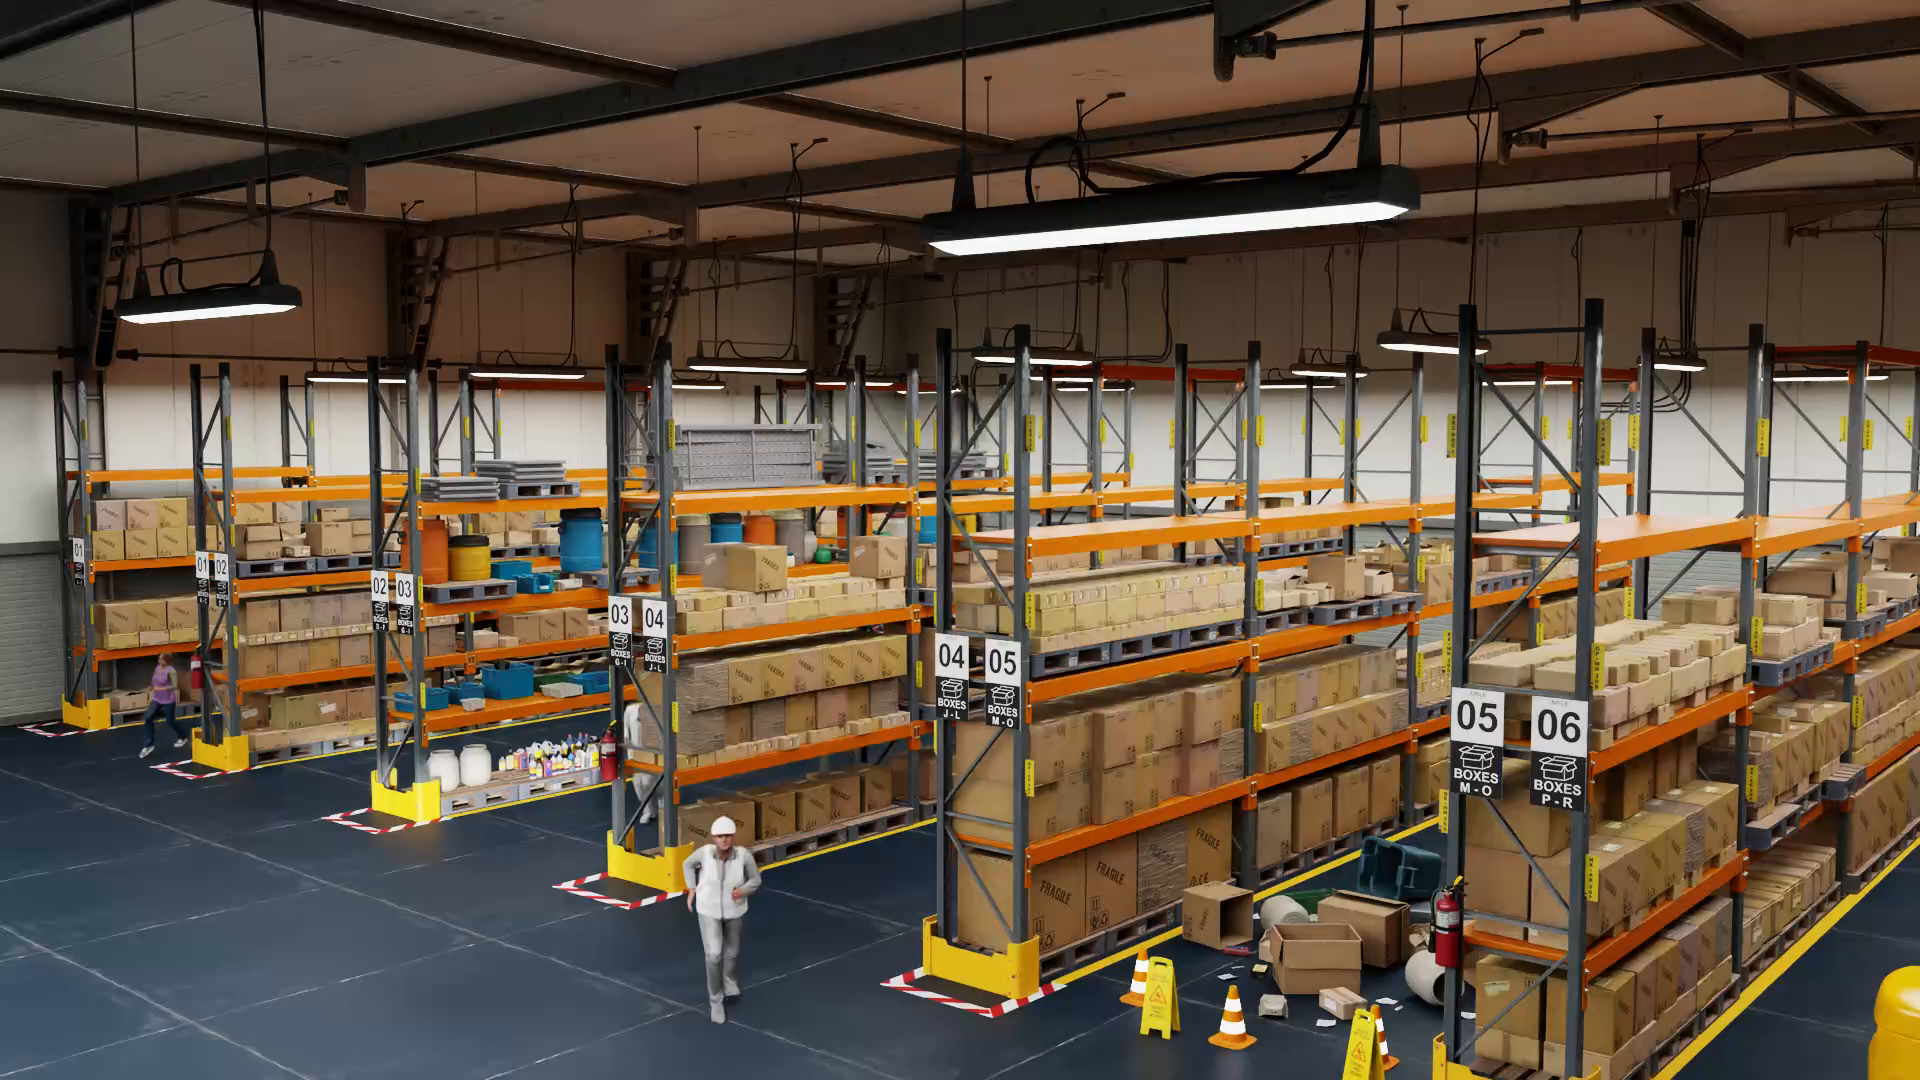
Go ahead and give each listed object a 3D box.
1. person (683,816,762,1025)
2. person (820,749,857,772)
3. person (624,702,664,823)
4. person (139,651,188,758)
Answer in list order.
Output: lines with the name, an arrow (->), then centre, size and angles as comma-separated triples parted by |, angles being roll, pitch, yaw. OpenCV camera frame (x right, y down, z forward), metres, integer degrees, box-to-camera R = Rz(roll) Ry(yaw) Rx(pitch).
person -> -2.071, 3.255, 14.525 | 0.681, 1.781, 0.837 | -1, 4, -10
person -> -1.666, 2.692, 23.474 | 0.537, 1.596, 0.890 | 4, 5, 41
person -> -4.071, 2.754, 21.439 | 0.698, 1.749, 0.678 | 1, 4, 10
person -> -12.295, 2.514, 25.758 | 0.547, 1.610, 0.810 | 1, 4, 19
